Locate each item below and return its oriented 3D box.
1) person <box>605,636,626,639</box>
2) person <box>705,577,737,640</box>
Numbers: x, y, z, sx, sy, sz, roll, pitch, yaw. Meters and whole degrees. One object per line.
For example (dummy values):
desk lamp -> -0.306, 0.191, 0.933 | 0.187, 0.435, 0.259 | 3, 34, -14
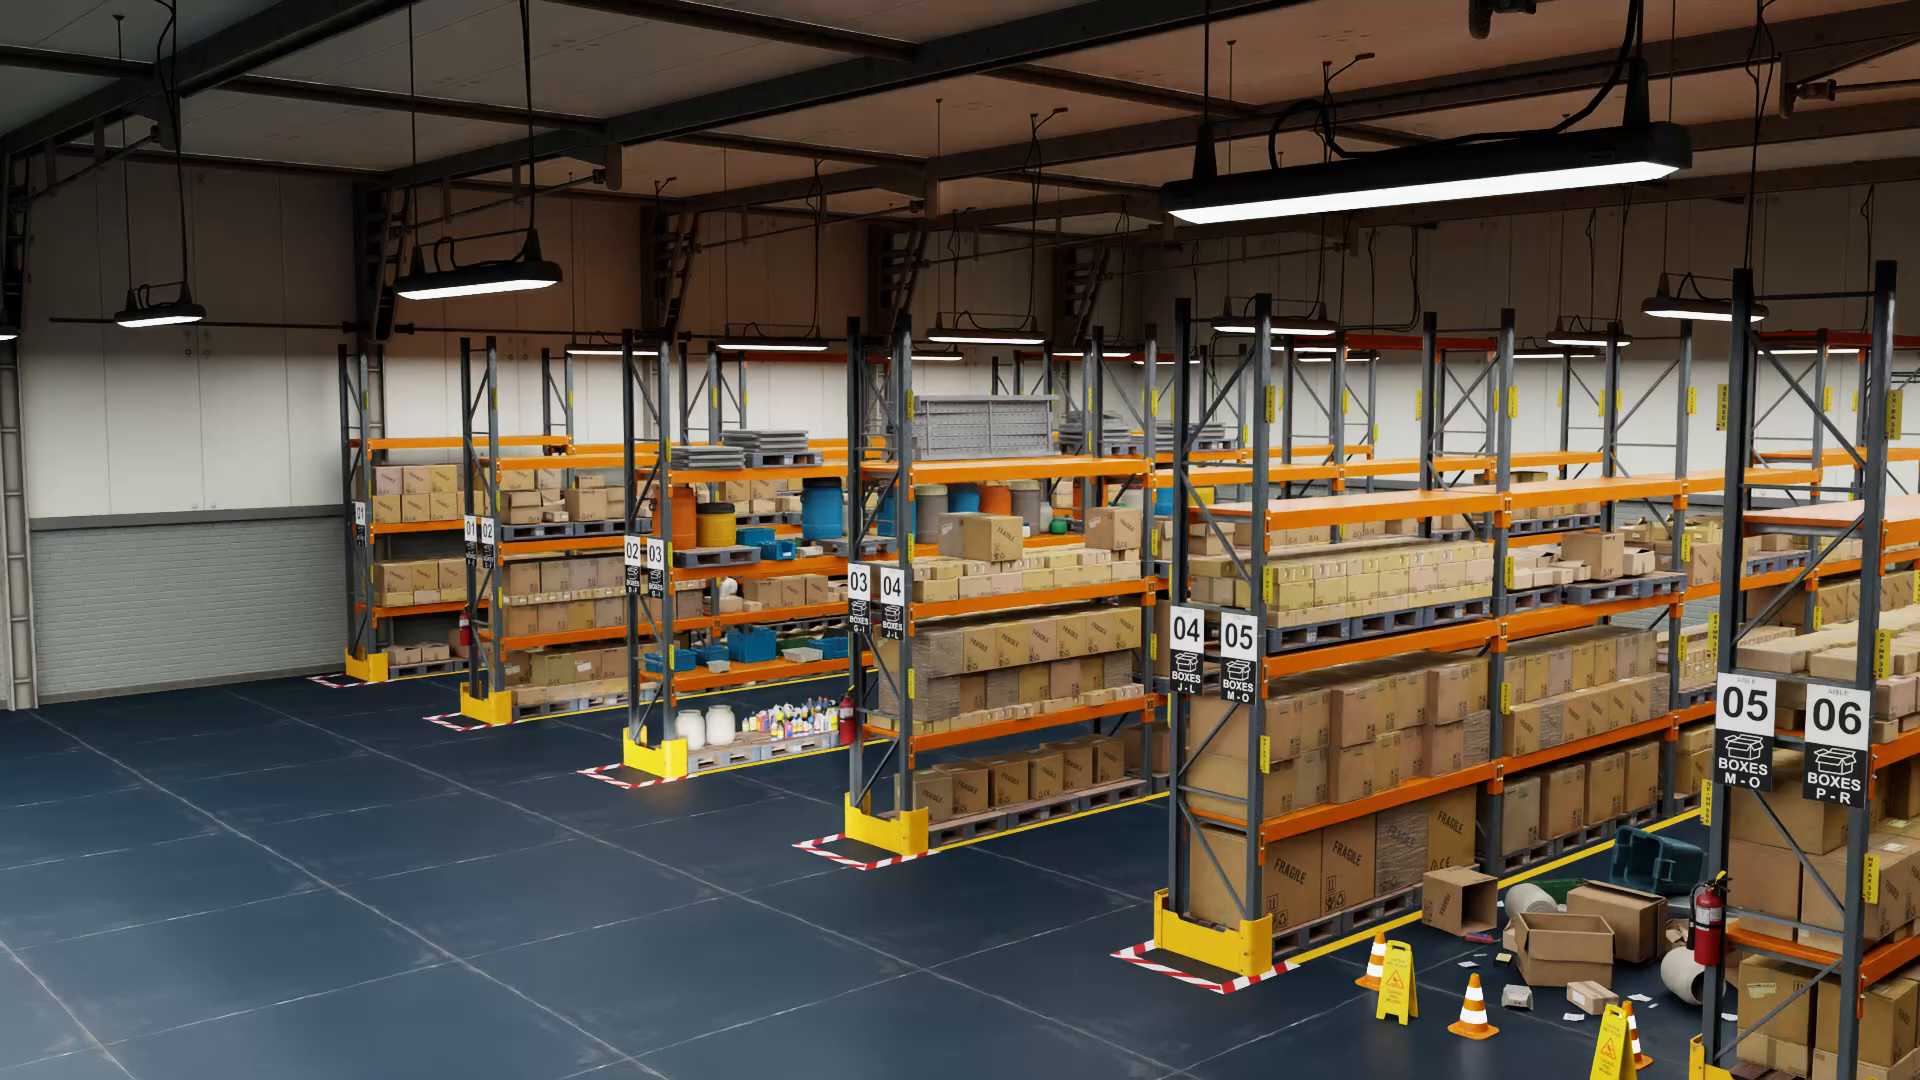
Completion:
person -> -6.050, 1.735, 29.678 | 0.501, 1.579, 0.487 | 4, 7, 40
person -> -4.661, 1.386, 32.323 | 0.630, 1.757, 0.923 | 3, 6, 34
